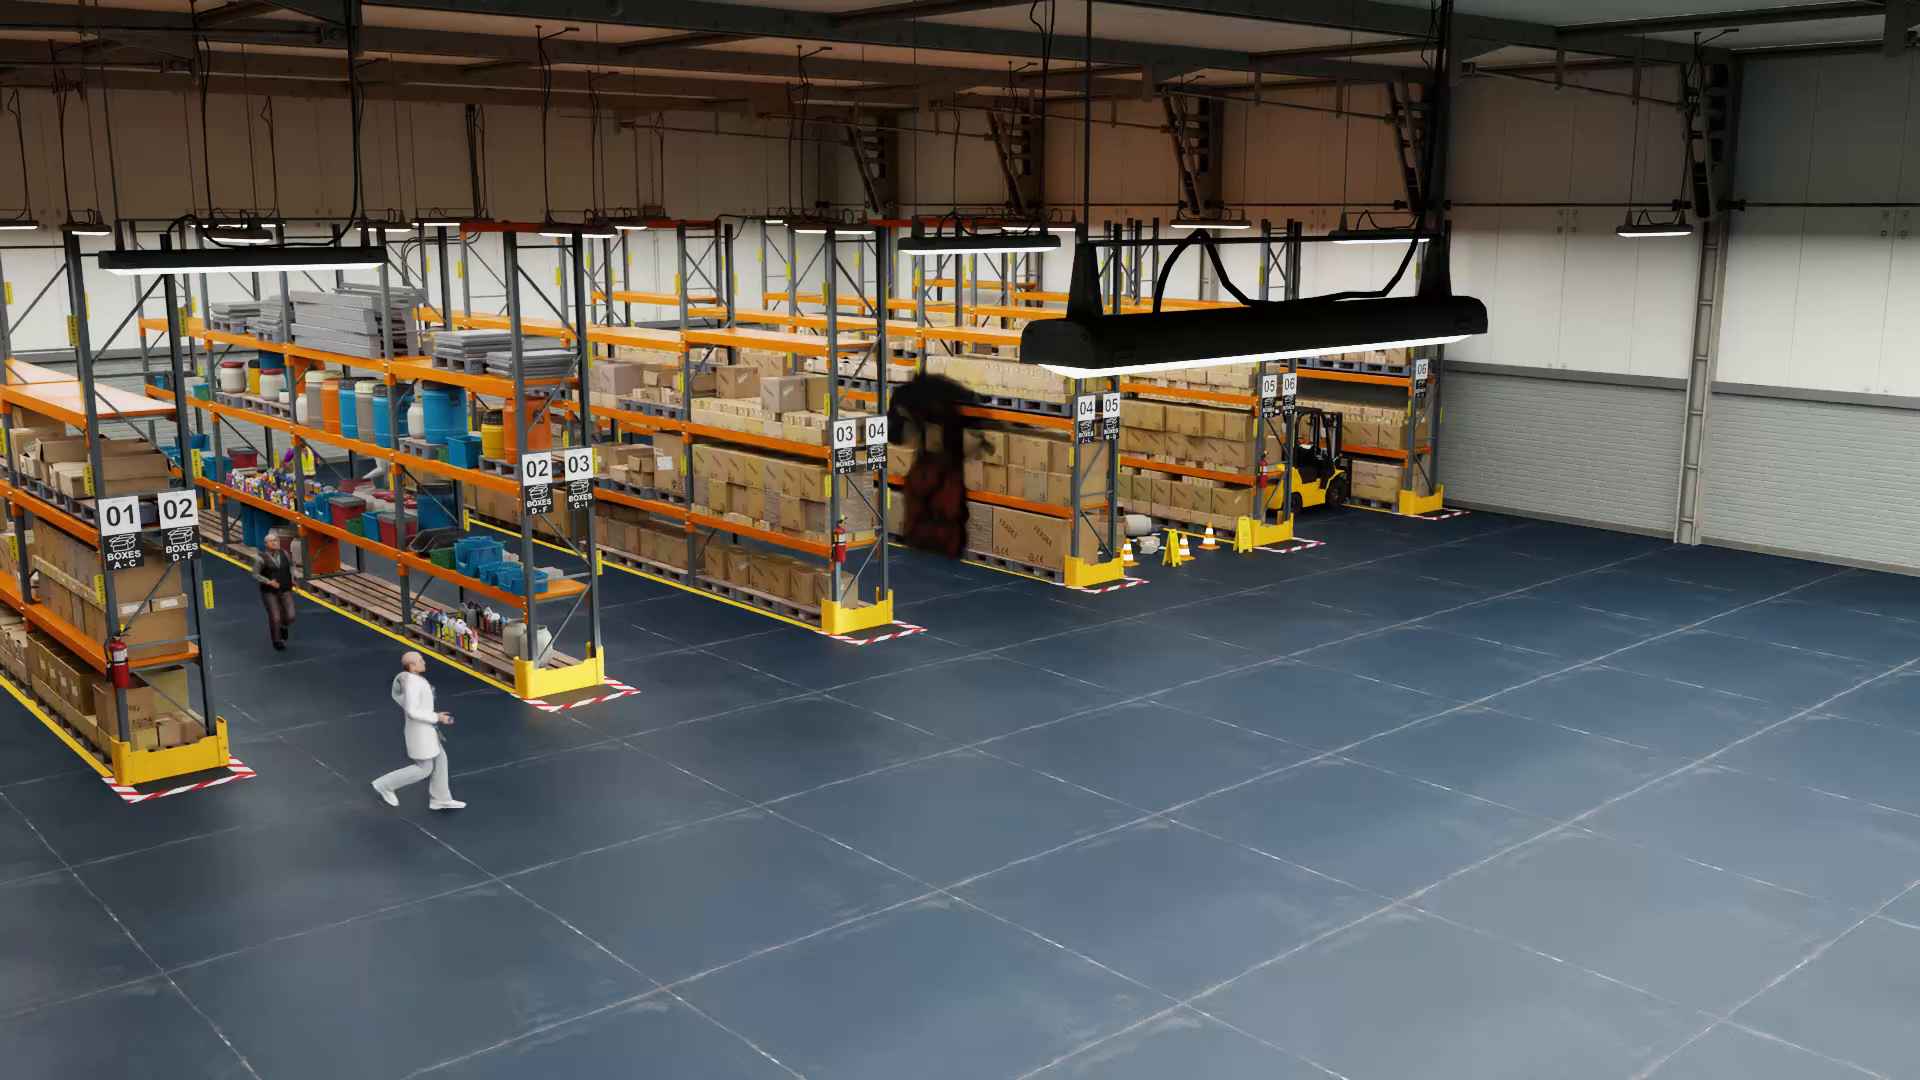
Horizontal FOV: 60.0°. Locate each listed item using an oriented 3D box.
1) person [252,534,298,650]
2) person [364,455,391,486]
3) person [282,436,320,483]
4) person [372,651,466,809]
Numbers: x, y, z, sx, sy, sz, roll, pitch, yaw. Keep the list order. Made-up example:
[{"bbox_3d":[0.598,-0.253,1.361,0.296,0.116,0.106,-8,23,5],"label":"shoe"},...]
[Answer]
[{"bbox_3d":[-9.801,0.752,23.905,0.653,1.680,0.569,-10,15,-41],"label":"person"},{"bbox_3d":[-13.069,-1.990,37.366,0.540,1.665,0.963,11,16,43],"label":"person"},{"bbox_3d":[-13.356,-1.305,33.890,0.925,1.747,0.713,9,14,37],"label":"person"},{"bbox_3d":[-5.715,2.074,17.456,0.926,1.678,0.710,-4,12,-20],"label":"person"}]
